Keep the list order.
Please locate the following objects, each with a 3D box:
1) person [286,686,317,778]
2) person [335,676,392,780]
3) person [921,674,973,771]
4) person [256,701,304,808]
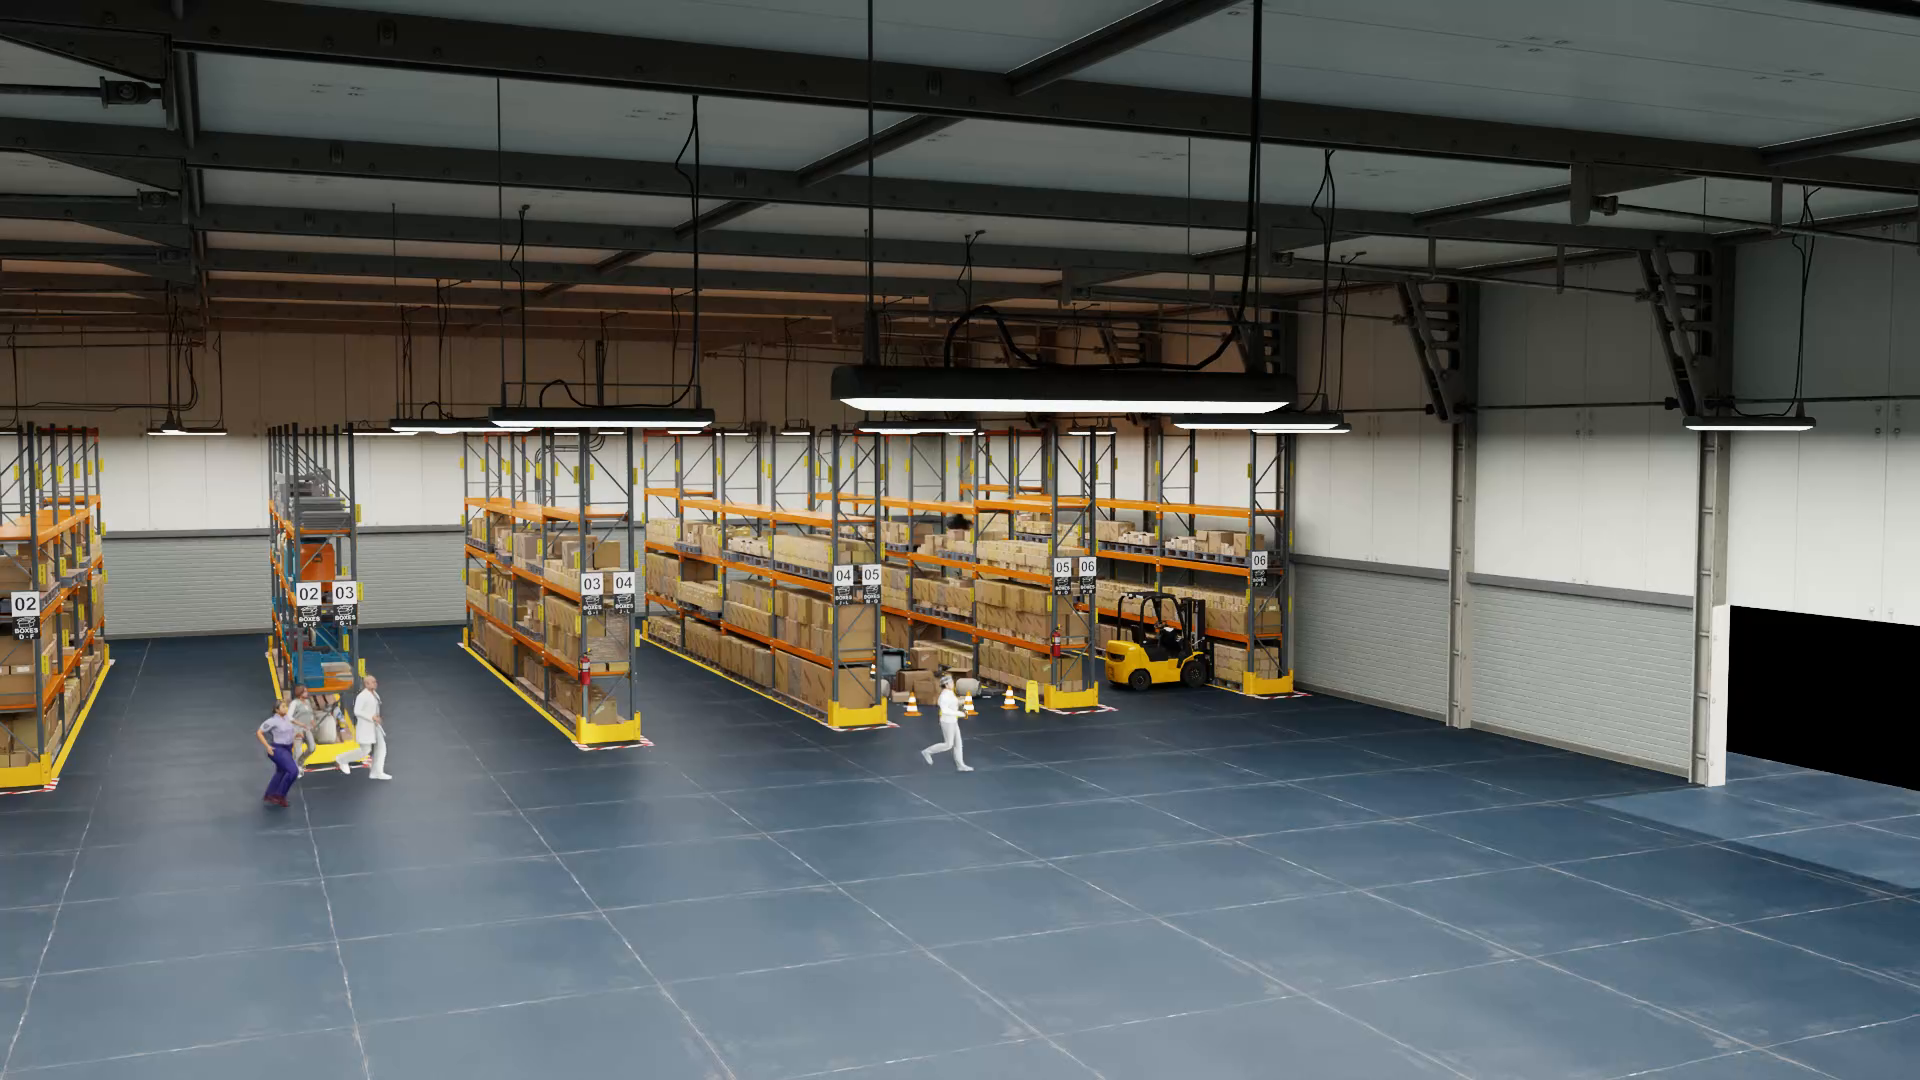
[{"bbox_3d":[-11.067,3.233,28.017,0.515,1.557,0.618,2,4,25],"label":"person"},{"bbox_3d":[-9.995,3.145,27.892,0.934,1.755,0.701,0,4,7],"label":"person"},{"bbox_3d":[-0.207,3.128,28.530,0.890,1.669,0.598,1,4,8],"label":"person"},{"bbox_3d":[-10.541,3.328,25.860,0.692,1.667,0.578,0,3,1],"label":"person"}]
